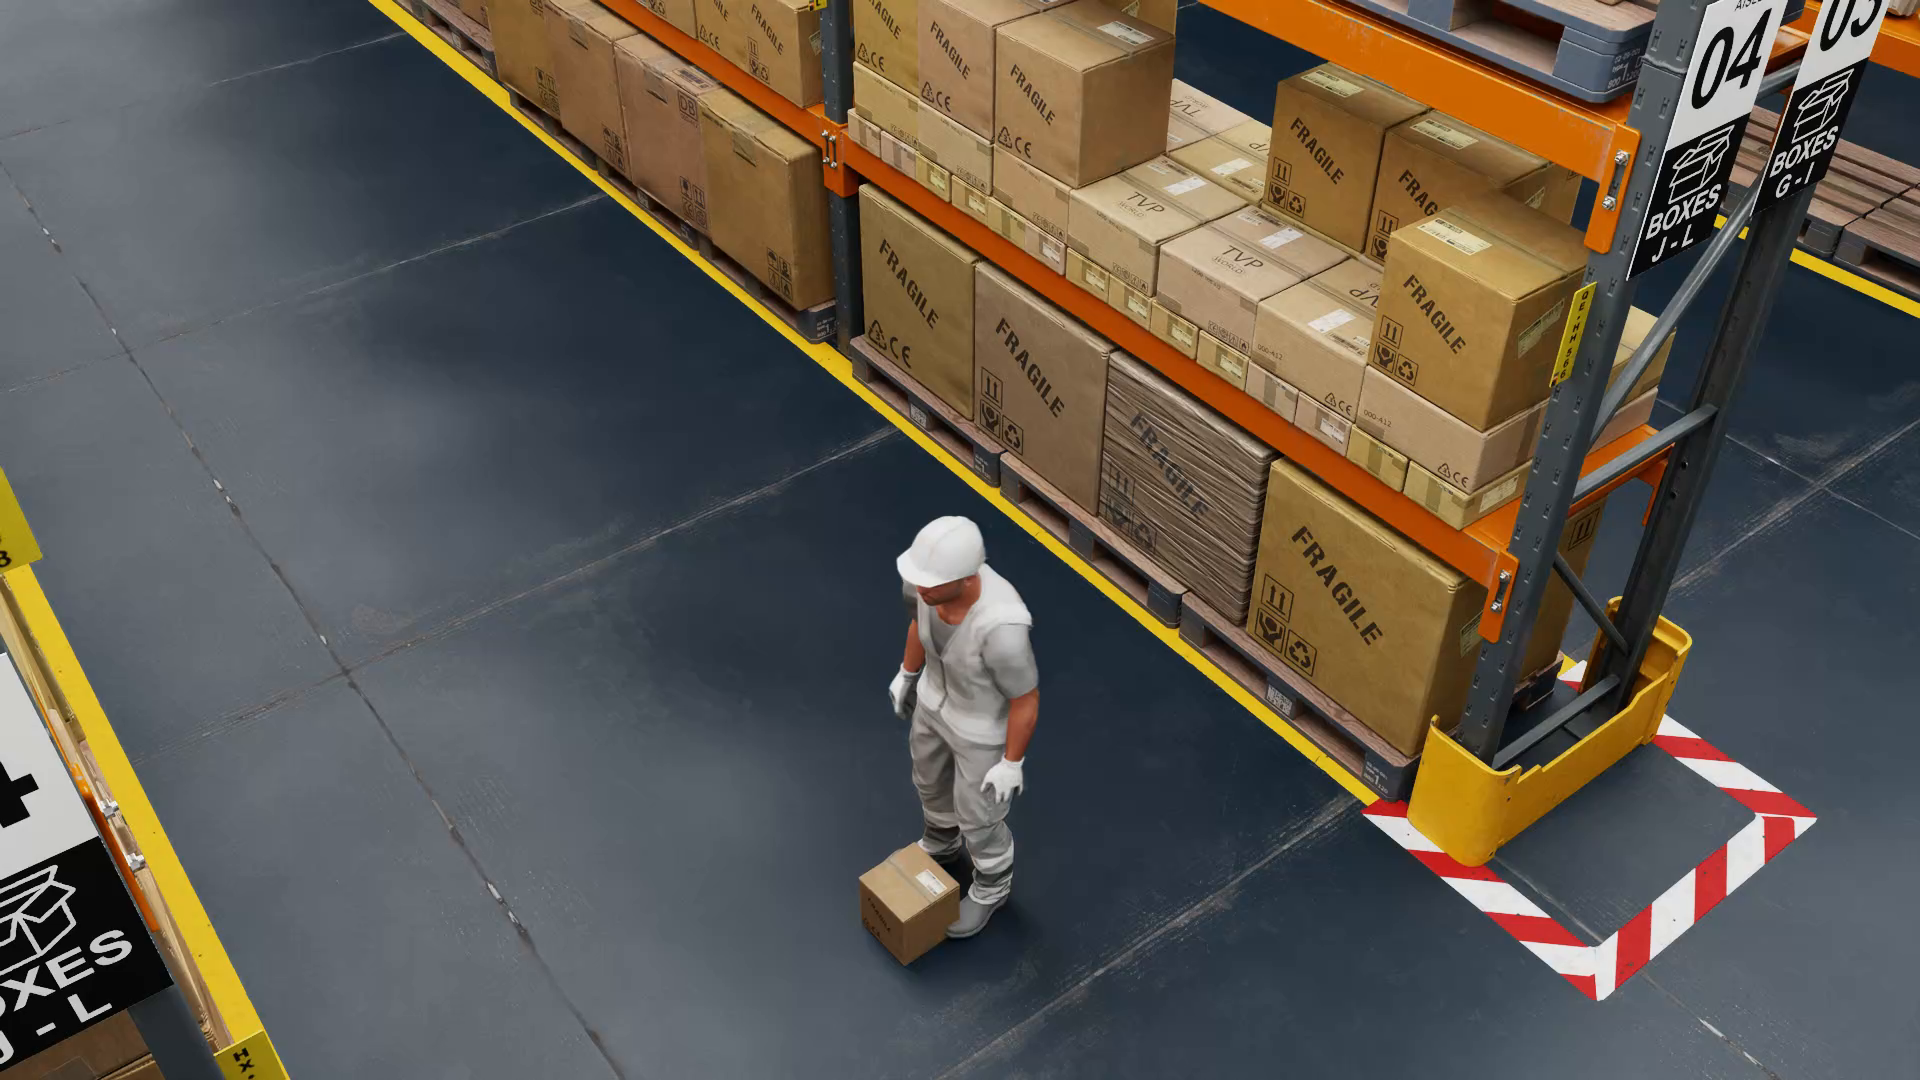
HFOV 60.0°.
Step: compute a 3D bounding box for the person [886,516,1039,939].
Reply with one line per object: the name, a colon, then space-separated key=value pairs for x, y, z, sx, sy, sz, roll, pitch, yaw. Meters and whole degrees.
person: x=-0.002 y=0.598 z=5.433 sx=0.454 sy=1.776 sz=0.620 roll=-27 pitch=47 yaw=-29
